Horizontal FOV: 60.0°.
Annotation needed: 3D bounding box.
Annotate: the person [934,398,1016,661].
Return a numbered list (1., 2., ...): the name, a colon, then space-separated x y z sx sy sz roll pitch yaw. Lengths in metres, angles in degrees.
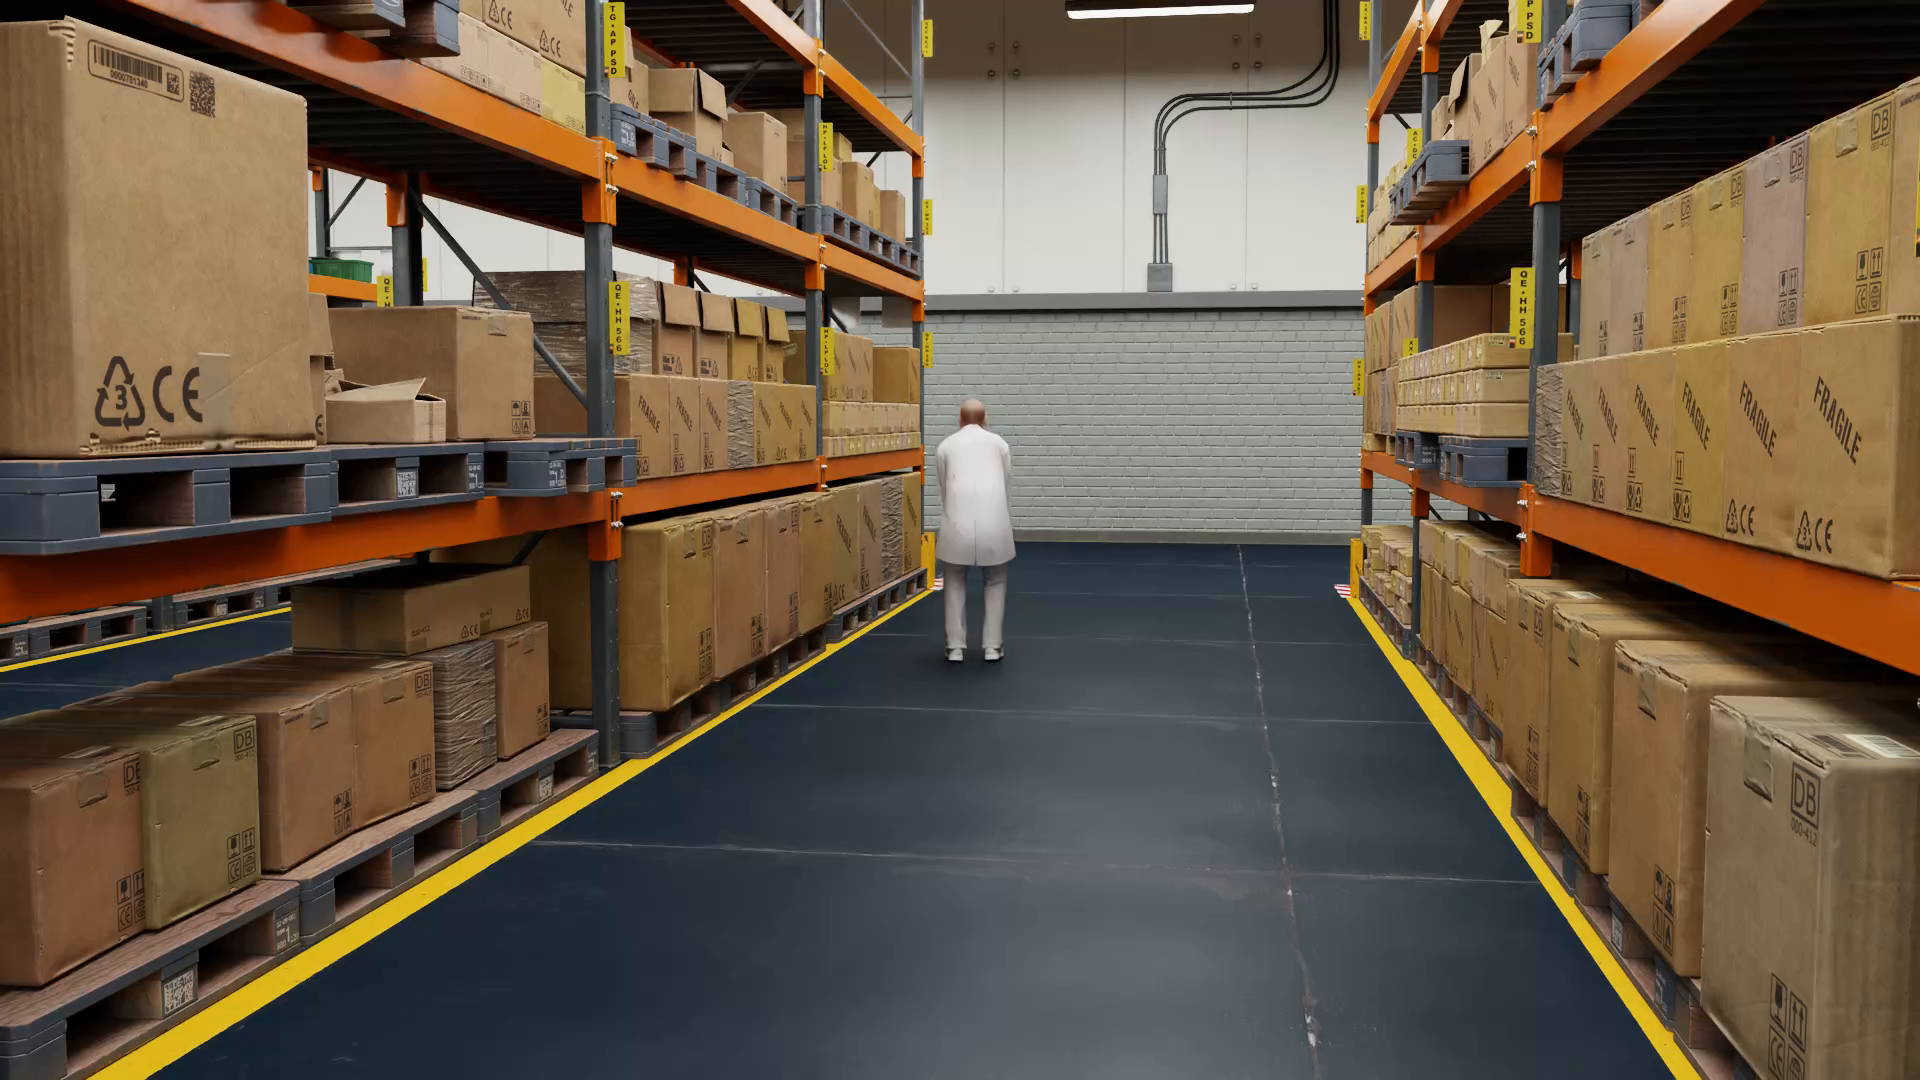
1. person: 0.103 -0.074 10.985 0.537 1.720 0.622 0 4 2
